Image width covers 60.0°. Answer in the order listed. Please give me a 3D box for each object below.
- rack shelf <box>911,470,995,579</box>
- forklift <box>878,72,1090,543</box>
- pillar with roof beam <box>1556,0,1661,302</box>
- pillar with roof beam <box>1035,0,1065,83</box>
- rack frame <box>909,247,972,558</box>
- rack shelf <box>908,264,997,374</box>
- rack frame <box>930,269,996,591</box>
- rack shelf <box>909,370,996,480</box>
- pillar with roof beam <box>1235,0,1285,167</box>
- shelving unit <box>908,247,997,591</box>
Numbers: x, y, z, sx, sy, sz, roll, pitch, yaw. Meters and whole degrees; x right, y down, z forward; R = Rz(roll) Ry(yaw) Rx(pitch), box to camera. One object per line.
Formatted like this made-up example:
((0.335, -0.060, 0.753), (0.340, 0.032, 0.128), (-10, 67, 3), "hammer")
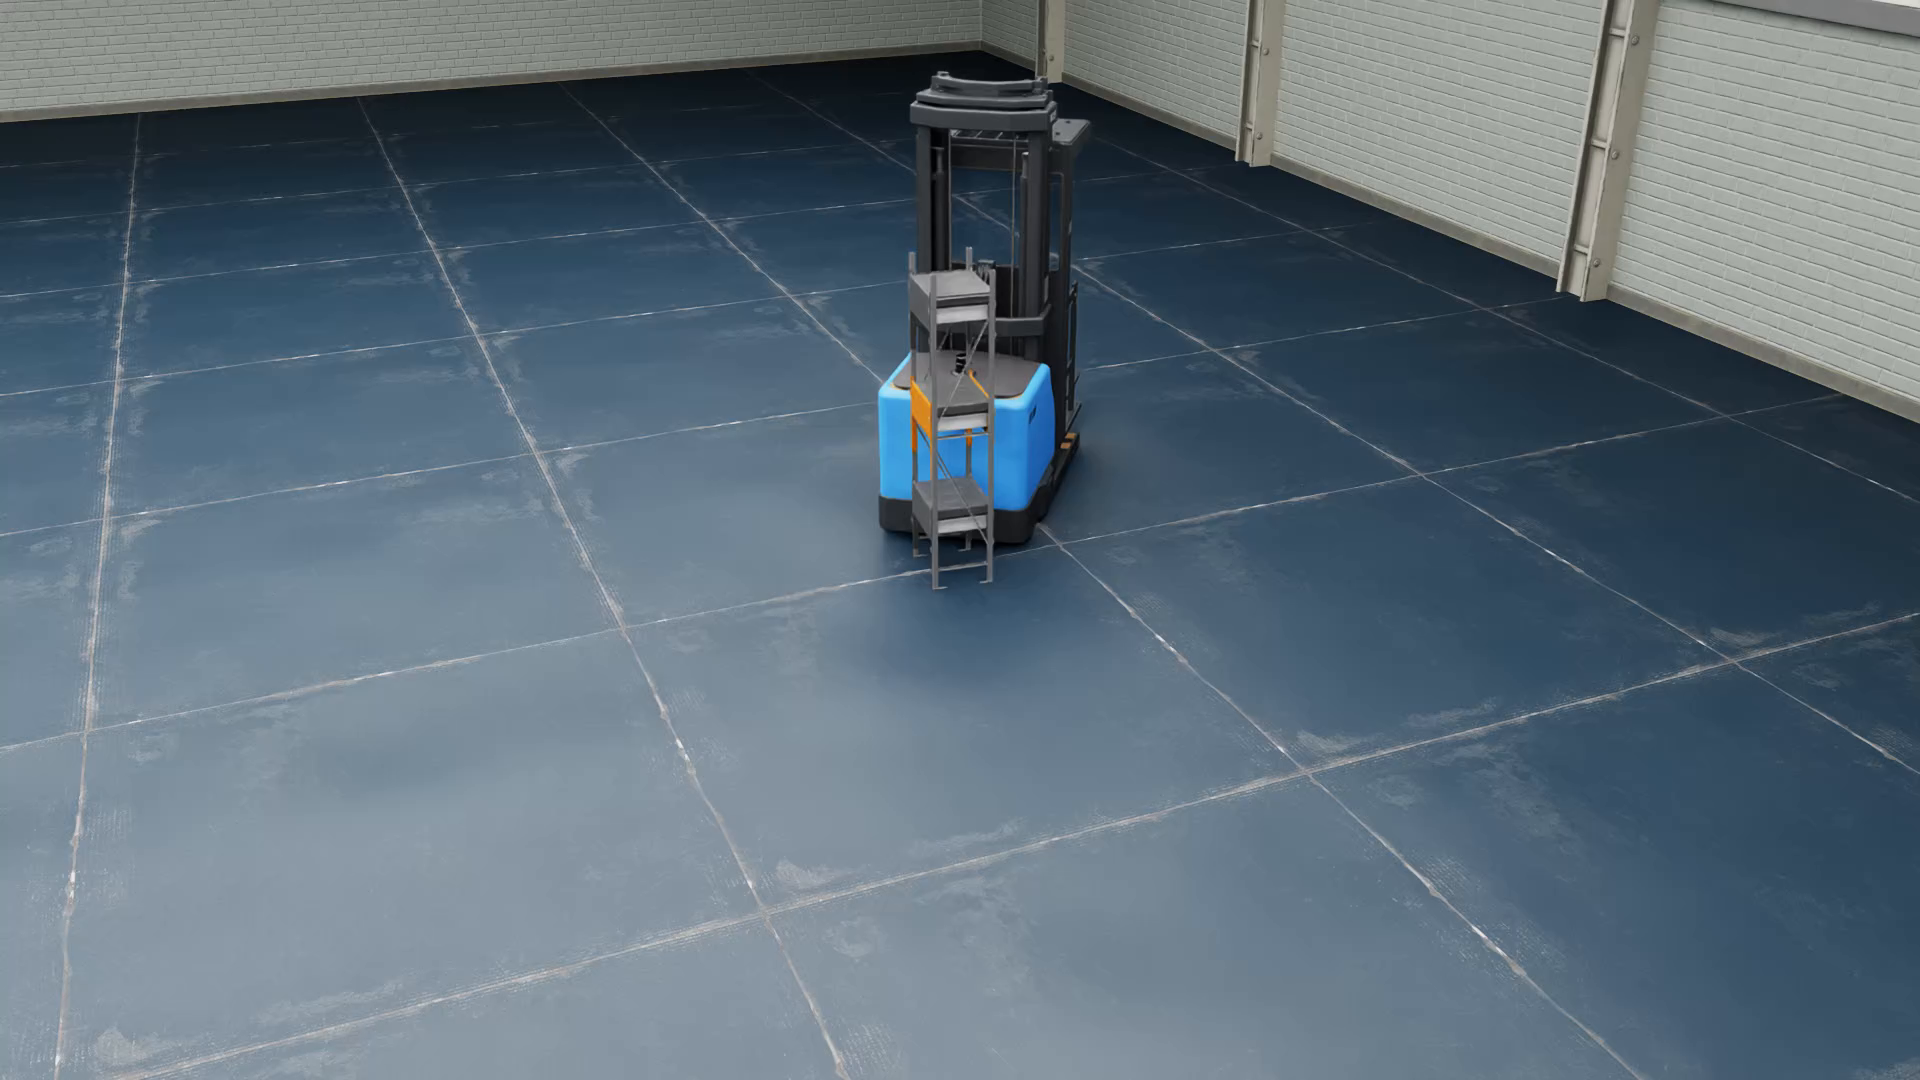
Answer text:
((-0.051, -0.104, 10.843), (0.431, 0.518, 0.480), (-7, 27, -15), "rack shelf")
((0.295, -1.920, 11.988), (1.130, 2.935, 3.031), (6, 27, 13), "forklift")
((2.148, -5.719, 12.852), (9.100, 9.000, 0.400), (-11, 28, -21), "pillar with roof beam")
((-2.551, -10.563, 22.774), (9.100, 9.000, 0.400), (-11, 28, -21), "pillar with roof beam")
((-0.120, -0.848, 10.741), (0.400, 2.100, 0.015), (-7, 27, -15), "rack frame")
((-0.051, -1.362, 10.229), (0.431, 0.518, 0.480), (-7, 27, -15), "rack shelf")
((0.018, -0.643, 10.320), (0.400, 2.100, 0.015), (-7, 27, -15), "rack frame")
((-0.051, -0.733, 10.536), (0.431, 0.518, 0.480), (-7, 27, -15), "rack shelf")
((-0.202, -8.141, 17.813), (9.100, 9.000, 0.400), (-11, 28, -21), "pillar with roof beam")
((-0.051, -0.746, 10.530), (0.431, 2.100, 0.503), (-7, 27, -15), "shelving unit")
